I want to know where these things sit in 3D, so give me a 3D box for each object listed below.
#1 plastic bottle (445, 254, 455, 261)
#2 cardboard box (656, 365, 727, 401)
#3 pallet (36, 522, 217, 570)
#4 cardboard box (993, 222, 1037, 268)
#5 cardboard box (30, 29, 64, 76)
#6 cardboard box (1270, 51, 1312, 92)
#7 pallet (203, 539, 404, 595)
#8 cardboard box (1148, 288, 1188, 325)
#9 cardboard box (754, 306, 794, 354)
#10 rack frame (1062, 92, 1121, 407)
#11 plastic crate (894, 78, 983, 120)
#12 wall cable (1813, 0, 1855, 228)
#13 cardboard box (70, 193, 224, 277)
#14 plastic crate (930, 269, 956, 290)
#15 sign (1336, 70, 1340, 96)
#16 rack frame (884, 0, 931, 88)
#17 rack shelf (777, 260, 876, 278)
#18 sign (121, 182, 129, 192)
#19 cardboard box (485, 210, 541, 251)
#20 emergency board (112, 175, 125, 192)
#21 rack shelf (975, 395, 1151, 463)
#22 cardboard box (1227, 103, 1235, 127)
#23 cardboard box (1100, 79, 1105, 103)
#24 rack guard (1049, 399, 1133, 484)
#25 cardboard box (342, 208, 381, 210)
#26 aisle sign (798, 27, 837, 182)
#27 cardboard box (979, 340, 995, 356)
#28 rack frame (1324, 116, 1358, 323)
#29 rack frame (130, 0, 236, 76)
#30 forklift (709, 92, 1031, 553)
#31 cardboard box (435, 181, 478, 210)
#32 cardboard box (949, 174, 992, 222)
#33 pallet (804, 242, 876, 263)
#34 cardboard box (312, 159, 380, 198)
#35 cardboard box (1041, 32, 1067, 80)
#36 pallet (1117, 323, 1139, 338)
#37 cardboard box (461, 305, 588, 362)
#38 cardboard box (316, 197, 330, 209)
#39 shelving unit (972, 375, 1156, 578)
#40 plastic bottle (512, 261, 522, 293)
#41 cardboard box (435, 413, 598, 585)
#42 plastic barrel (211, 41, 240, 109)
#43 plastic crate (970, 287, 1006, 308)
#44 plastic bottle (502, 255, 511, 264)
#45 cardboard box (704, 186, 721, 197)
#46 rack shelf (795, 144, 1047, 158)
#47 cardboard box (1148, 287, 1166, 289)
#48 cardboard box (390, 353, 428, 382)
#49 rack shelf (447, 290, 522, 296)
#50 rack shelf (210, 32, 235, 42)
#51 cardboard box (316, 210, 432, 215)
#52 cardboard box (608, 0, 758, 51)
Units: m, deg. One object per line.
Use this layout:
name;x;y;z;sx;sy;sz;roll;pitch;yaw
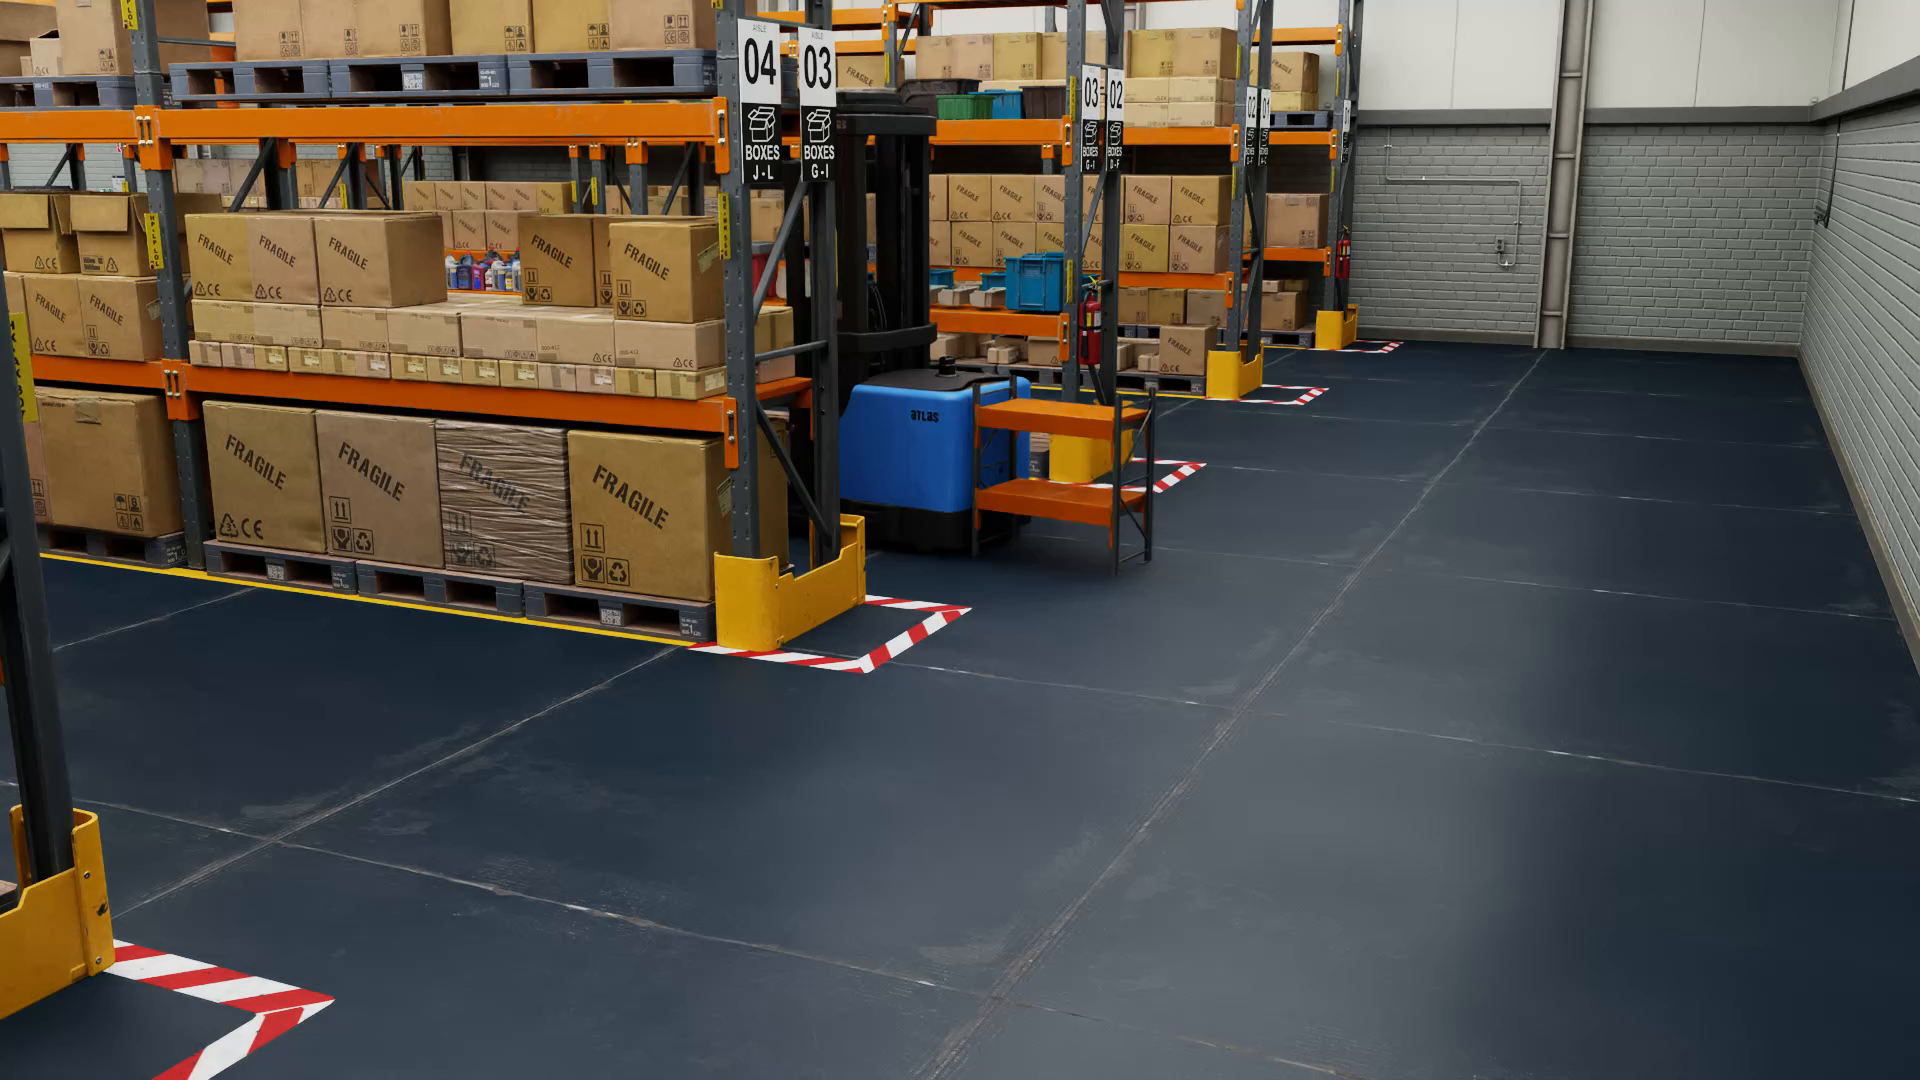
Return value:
plastic bottle;-5.047;-2.697;16.465;0.097;0.271;0.097;0;13;0
cardboard box;-1.406;-0.847;8.850;0.250;0.149;0.380;6;15;24
pallet;-5.340;-0.074;11.107;1.213;0.211;1.003;6;14;23
cardboard box;0.694;-3.295;18.514;0.500;0.500;0.500;6;14;23
cardboard box;-5.570;-3.117;10.683;0.500;0.311;0.500;5;14;21
cardboard box;4.293;-6.125;21.776;0.500;0.500;0.500;6;14;23
pallet;-3.940;0.069;10.500;1.213;0.211;1.003;6;14;23
cardboard box;2.984;-3.281;23.224;0.500;0.500;0.700;6;15;25
cardboard box;-1.276;-1.178;9.386;0.500;0.250;0.500;5;14;22
rack frame;1.060;-2.040;13.382;0.127;3.000;1.000;6;14;23
plastic crate;-0.226;-3.669;13.894;0.767;0.338;0.504;6;14;23
wall cable;10.099;-4.920;19.322;0.112;2.526;3.097;6;14;23
cardboard box;-5.191;-1.970;10.669;0.637;0.503;0.797;5;14;22
plastic crate;-0.237;-2.201;14.304;0.300;0.233;0.416;6;14;23
sign;4.840;-5.850;21.288;0.005;0.325;0.100;6;14;23
rack frame;-0.588;-6.365;18.682;0.127;3.000;1.000;6;14;23
rack shelf;-2.416;-3.279;20.238;4.000;0.370;1.077;6;14;23
sign;-11.790;-4.899;23.499;0.005;0.325;0.100;6;14;23
cardboard box;-5.786;-4.015;21.580;0.500;0.500;0.500;5;14;20
emergency board;-16.296;-6.497;32.378;0.643;1.169;0.194;6;14;23
rack shelf;0.654;-0.712;10.547;1.000;0.278;0.538;8;16;32
cardboard box;2.703;-4.562;17.893;0.500;0.250;0.500;6;14;23
cardboard box;1.583;-4.792;17.780;0.500;0.250;0.500;6;14;23
rack guard;1.087;-0.823;13.670;0.348;0.500;1.175;6;14;23
cardboard box;-8.311;-4.273;22.680;0.500;0.500;0.700;5;14;22
aisle sign;-0.759;-2.327;8.915;0.004;0.787;0.394;6;14;23
cardboard box;0.415;-2.255;19.576;0.250;0.149;0.380;6;14;23
rack frame;5.072;-4.109;22.201;0.127;3.000;1.000;6;14;23
rack frame;-4.604;-4.296;9.865;0.127;3.000;1.000;6;14;23
forklift;-1.022;-1.579;11.567;3.031;2.935;1.130;8;16;32
cardboard box;-8.324;-5.688;27.570;0.500;0.500;0.500;5;14;21
cardboard box;0.201;-3.830;18.602;0.500;0.500;0.500;5;14;21
pallet;-1.274;-3.448;19.801;1.213;0.211;1.003;6;14;23
cardboard box;-8.311;-4.905;22.532;0.500;0.500;0.700;6;14;24
cardboard box;1.250;-5.268;18.164;0.500;0.500;0.700;6;14;23
pallet;2.079;-3.035;23.727;1.213;0.211;1.003;6;14;23
cardboard box;-2.426;-1.161;9.313;0.500;0.250;0.500;5;14;21
cardboard box;-8.463;-4.553;22.452;0.250;0.149;0.380;5;14;22
shelving unit;0.654;-0.427;10.614;1.048;1.125;0.538;8;16;32
plastic bottle;-4.007;-2.412;15.237;0.135;0.276;0.152;6;14;23
cardboard box;-2.396;-0.302;9.708;0.875;0.875;0.875;6;14;23
plastic barrel;-7.516;-4.631;16.920;0.708;0.830;0.600;6;14;23
plastic crate;0.241;-1.978;13.566;0.243;0.136;0.396;6;14;23
plastic bottle;-4.401;-2.627;16.140;0.133;0.283;0.061;6;14;23
cardboard box;-3.824;-5.264;25.942;0.500;0.500;0.700;6;14;23
rack shelf;-0.413;-5.774;24.306;4.000;0.370;1.077;6;14;23
cardboard box;2.774;-3.574;23.052;0.250;0.149;0.380;5;14;22
cardboard box;-3.042;-1.012;9.554;0.250;0.149;0.380;5;14;22
rack shelf;-4.426;-2.245;15.830;4.000;0.370;1.077;6;14;23
rack shelf;-9.731;-6.745;22.753;4.000;0.370;1.077;6;14;23
cardboard box;-3.619;-1.779;10.304;0.500;0.500;0.500;6;14;24
cardboard box;-1.444;-2.804;8.717;0.500;0.500;0.700;5;14;20
